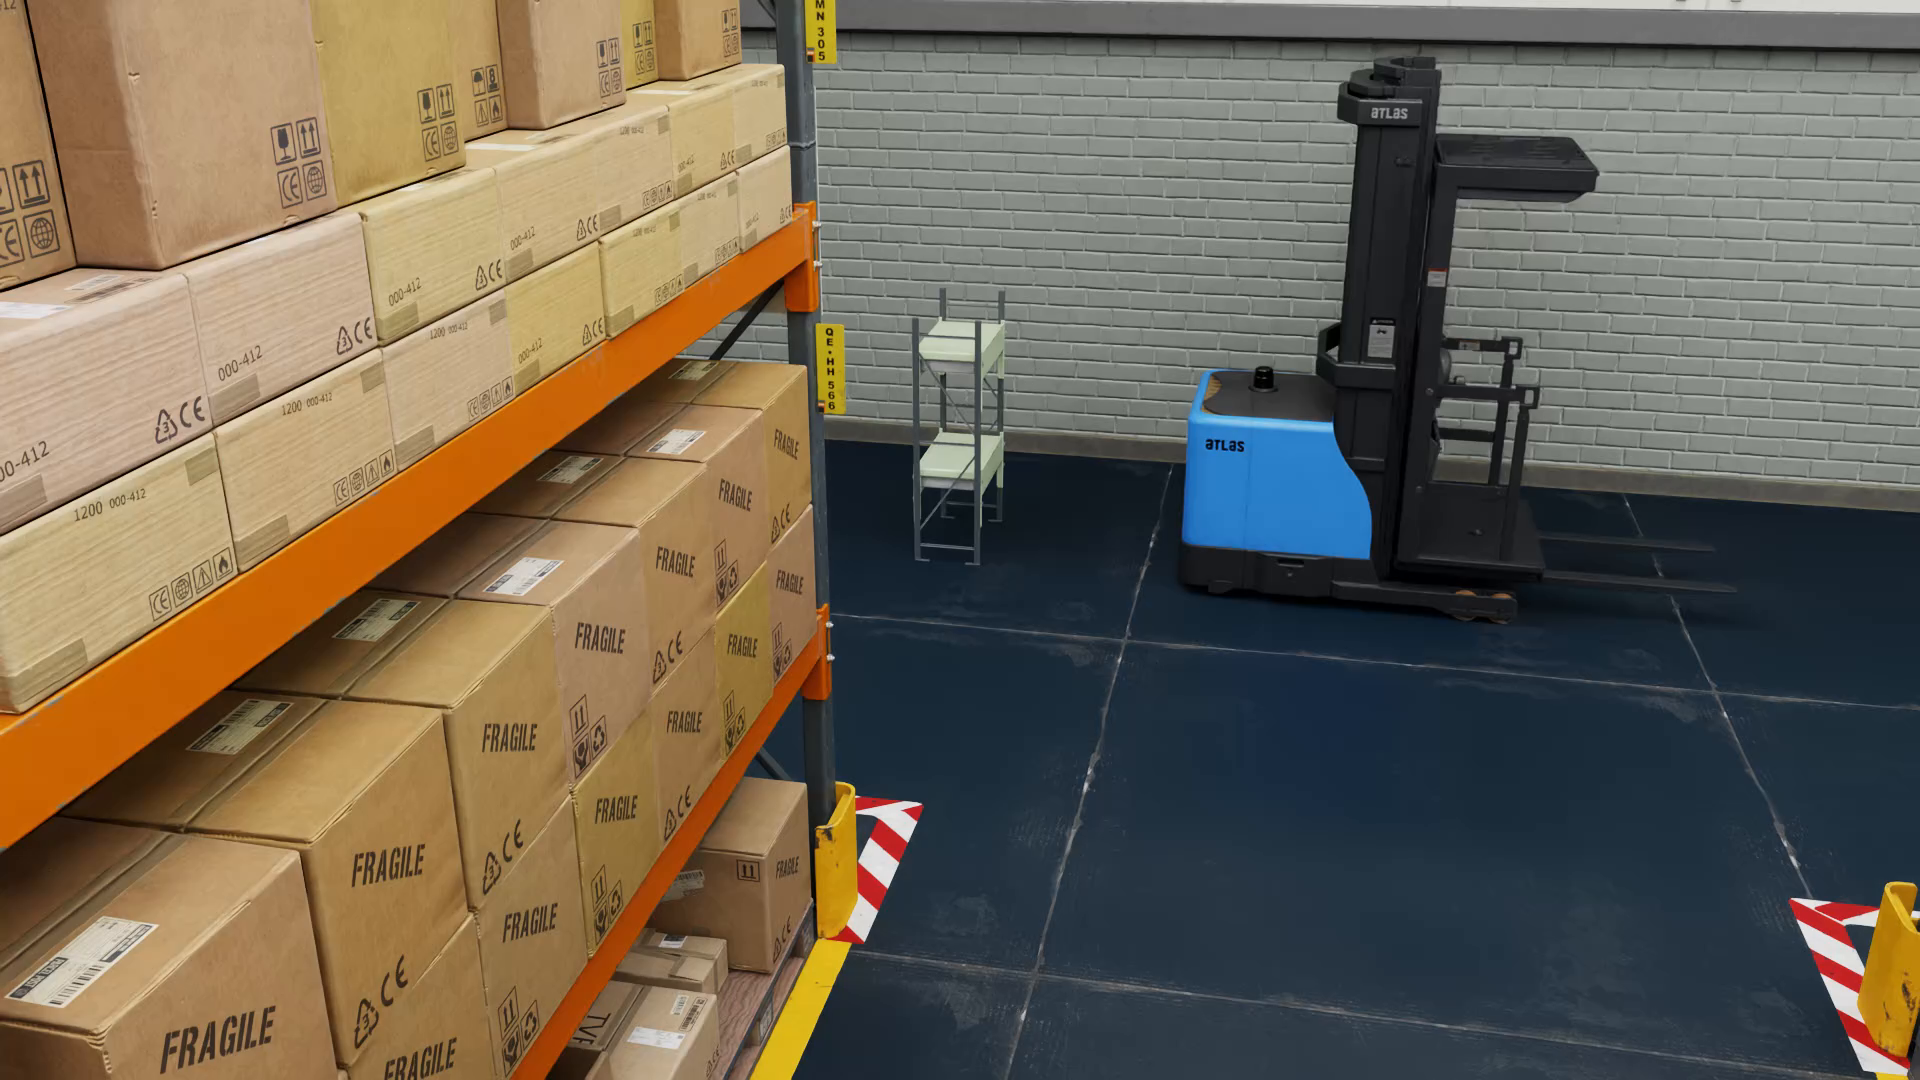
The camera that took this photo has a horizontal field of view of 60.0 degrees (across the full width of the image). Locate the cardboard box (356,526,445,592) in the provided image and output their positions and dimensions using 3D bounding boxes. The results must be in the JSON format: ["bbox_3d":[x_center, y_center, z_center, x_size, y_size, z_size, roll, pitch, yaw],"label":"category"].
[{"bbox_3d":[-1.651,0.225,4.307,0.500,0.500,0.500,4,22,10],"label":"cardboard box"}]

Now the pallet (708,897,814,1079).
[{"bbox_3d":[-1.171,1.646,5.985,1.003,0.211,1.213,4,22,11],"label":"pallet"}]

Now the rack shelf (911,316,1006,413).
[{"bbox_3d":[-0.001,-1.055,9.922,0.431,0.370,0.720,4,22,11],"label":"rack shelf"}]

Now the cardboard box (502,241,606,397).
[{"bbox_3d":[-1.160,-0.533,3.848,0.500,0.250,0.500,4,22,11],"label":"cardboard box"}]

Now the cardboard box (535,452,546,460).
[{"bbox_3d":[-1.442,-0.143,5.222,0.500,0.500,0.500,5,22,11],"label":"cardboard box"}]

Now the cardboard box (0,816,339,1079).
[{"bbox_3d":[-1.438,0.835,2.794,0.500,0.500,0.500,5,22,12],"label":"cardboard box"}]

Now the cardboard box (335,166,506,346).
[{"bbox_3d":[-1.254,-0.582,3.299,0.500,0.250,0.500,4,22,11],"label":"cardboard box"}]

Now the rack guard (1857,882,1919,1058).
[{"bbox_3d":[3.847,1.562,5.807,1.175,0.500,0.348,4,22,11],"label":"rack guard"}]

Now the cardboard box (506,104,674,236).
[{"bbox_3d":[-1.056,-0.948,4.209,0.500,0.250,0.500,4,22,11],"label":"cardboard box"}]

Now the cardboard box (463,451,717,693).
[{"bbox_3d":[-1.019,0.081,4.664,0.500,0.500,0.500,5,22,12],"label":"cardboard box"}]

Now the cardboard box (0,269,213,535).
[{"bbox_3d":[-1.468,-0.217,2.393,0.500,0.250,0.500,4,22,11],"label":"cardboard box"}]

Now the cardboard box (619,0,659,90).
[{"bbox_3d":[-1.267,-1.503,4.583,0.700,0.500,0.500,4,22,11],"label":"cardboard box"}]

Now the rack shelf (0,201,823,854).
[{"bbox_3d":[-1.402,-0.293,4.015,1.077,0.370,4.000,4,22,11],"label":"rack shelf"}]

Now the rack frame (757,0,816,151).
[{"bbox_3d":[-0.994,-2.750,5.136,1.000,3.000,0.127,4,22,11],"label":"rack frame"}]

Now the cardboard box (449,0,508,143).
[{"bbox_3d":[-1.458,-1.136,3.673,0.700,0.500,0.500,4,22,11],"label":"cardboard box"}]

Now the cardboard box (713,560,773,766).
[{"bbox_3d":[-0.921,0.361,5.308,0.500,0.500,0.500,5,22,11],"label":"cardboard box"}]

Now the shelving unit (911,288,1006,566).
[{"bbox_3d":[-0.001,-0.693,10.067,0.431,1.500,0.755,4,22,11],"label":"shelving unit"}]

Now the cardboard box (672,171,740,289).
[{"bbox_3d":[-0.953,-0.899,4.756,0.500,0.250,0.500,4,22,11],"label":"cardboard box"}]

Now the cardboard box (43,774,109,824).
[{"bbox_3d":[-1.858,0.593,3.393,0.500,0.500,0.500,4,22,10],"label":"cardboard box"}]

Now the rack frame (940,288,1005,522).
[{"bbox_3d":[0.073,-0.827,10.400,0.400,1.500,0.023,4,22,11],"label":"rack frame"}]

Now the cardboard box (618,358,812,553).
[{"bbox_3d":[-0.815,-0.294,5.595,0.500,0.500,0.500,4,22,10],"label":"cardboard box"}]

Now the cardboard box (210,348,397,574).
[{"bbox_3d":[-1.362,-0.168,2.940,0.500,0.250,0.500,4,22,11],"label":"cardboard box"}]

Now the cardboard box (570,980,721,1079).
[{"bbox_3d":[-1.087,1.667,5.291,0.500,0.250,0.500,4,22,11],"label":"cardboard box"}]

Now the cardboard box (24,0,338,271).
[{"bbox_3d":[-1.507,-0.759,2.735,0.700,0.500,0.500,4,22,11],"label":"cardboard box"}]

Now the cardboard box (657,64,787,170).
[{"bbox_3d":[-0.849,-1.314,5.116,0.500,0.250,0.500,4,22,11],"label":"cardboard box"}]

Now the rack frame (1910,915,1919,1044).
[{"bbox_3d":[3.855,0.412,5.316,1.000,3.000,0.127,4,22,11],"label":"rack frame"}]

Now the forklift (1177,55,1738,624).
[{"bbox_3d":[2.831,-1.114,9.195,3.031,2.935,1.130,5,22,12],"label":"forklift"}]

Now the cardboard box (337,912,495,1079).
[{"bbox_3d":[-1.338,1.096,3.483,0.500,0.500,0.500,5,22,12],"label":"cardboard box"}]

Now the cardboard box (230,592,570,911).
[{"bbox_3d":[-1.228,0.458,3.729,0.500,0.500,0.500,4,22,9],"label":"cardboard box"}]

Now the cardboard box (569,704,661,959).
[{"bbox_3d":[-1.131,0.727,4.398,0.500,0.500,0.500,4,22,10],"label":"cardboard box"}]

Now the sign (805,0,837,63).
[{"bbox_3d":[-0.455,-1.720,5.408,0.100,0.325,0.005,4,22,11],"label":"sign"}]

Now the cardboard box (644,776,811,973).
[{"bbox_3d":[-0.864,1.206,6.101,0.500,0.500,0.500,4,22,11],"label":"cardboard box"}]
